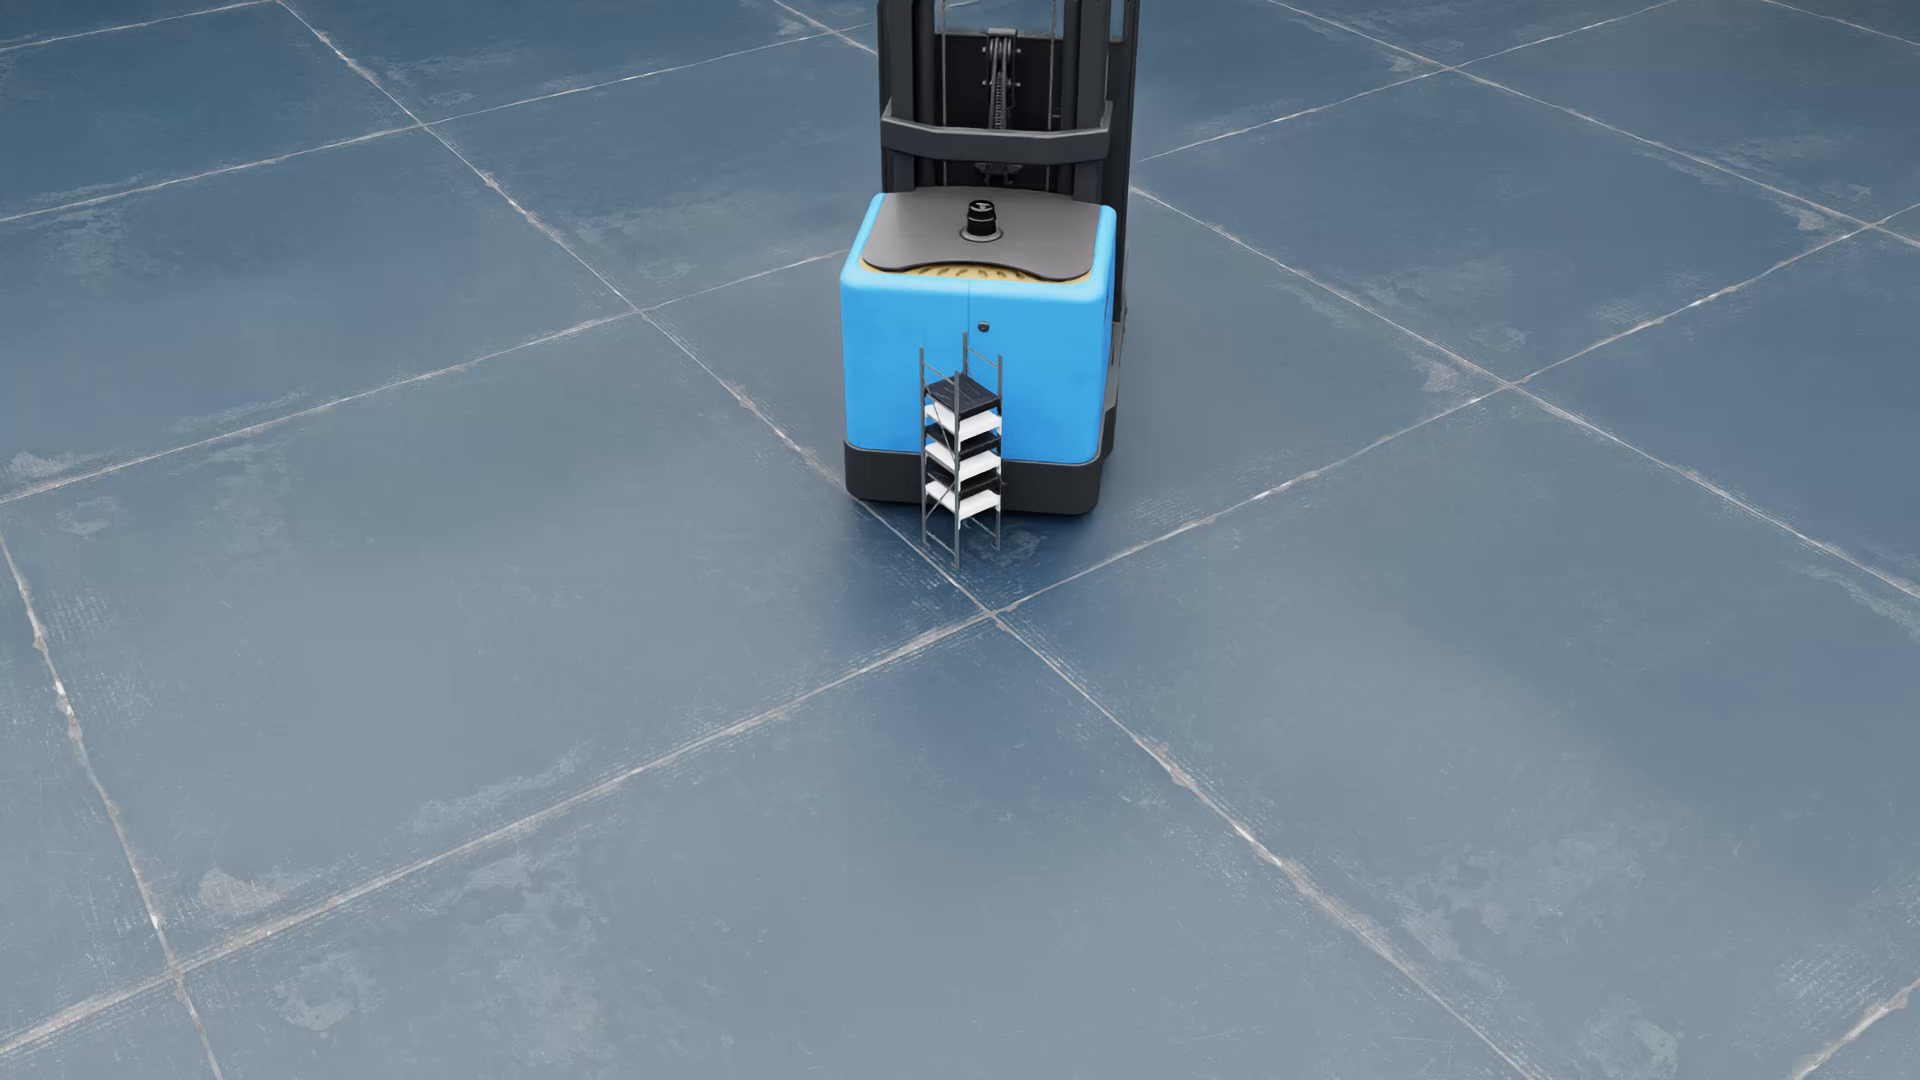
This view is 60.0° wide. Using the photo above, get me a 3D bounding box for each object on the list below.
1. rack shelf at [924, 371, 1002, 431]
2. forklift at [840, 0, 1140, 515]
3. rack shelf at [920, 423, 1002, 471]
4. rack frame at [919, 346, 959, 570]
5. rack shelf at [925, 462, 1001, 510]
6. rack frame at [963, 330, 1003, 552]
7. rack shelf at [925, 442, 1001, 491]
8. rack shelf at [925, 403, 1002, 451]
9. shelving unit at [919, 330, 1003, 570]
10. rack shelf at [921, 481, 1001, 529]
[{"bbox_3d":[0.003,-0.531,6.312,0.200,0.077,0.258,-24,42,-29],"label":"rack shelf"},{"bbox_3d":[0.232,-2.142,7.218,1.130,2.935,3.031,4,36,6],"label":"forklift"},{"bbox_3d":[0.003,-0.385,6.417,0.200,0.077,0.258,-24,42,-29],"label":"rack shelf"},{"bbox_3d":[-0.078,-0.303,6.401,0.006,0.900,0.240,-24,42,-29],"label":"rack frame"},{"bbox_3d":[0.003,-0.238,6.522,0.200,0.077,0.258,-24,42,-29],"label":"rack shelf"},{"bbox_3d":[0.085,-0.374,6.500,0.006,0.900,0.240,-24,42,-29],"label":"rack frame"},{"bbox_3d":[0.003,-0.312,6.470,0.200,0.077,0.258,-24,42,-29],"label":"rack shelf"},{"bbox_3d":[0.003,-0.458,6.364,0.200,0.077,0.258,-24,42,-29],"label":"rack shelf"},{"bbox_3d":[0.003,-0.339,6.450,0.210,0.900,0.258,-24,42,-29],"label":"shelving unit"},{"bbox_3d":[0.003,-0.165,6.575,0.200,0.077,0.258,-24,42,-29],"label":"rack shelf"}]
